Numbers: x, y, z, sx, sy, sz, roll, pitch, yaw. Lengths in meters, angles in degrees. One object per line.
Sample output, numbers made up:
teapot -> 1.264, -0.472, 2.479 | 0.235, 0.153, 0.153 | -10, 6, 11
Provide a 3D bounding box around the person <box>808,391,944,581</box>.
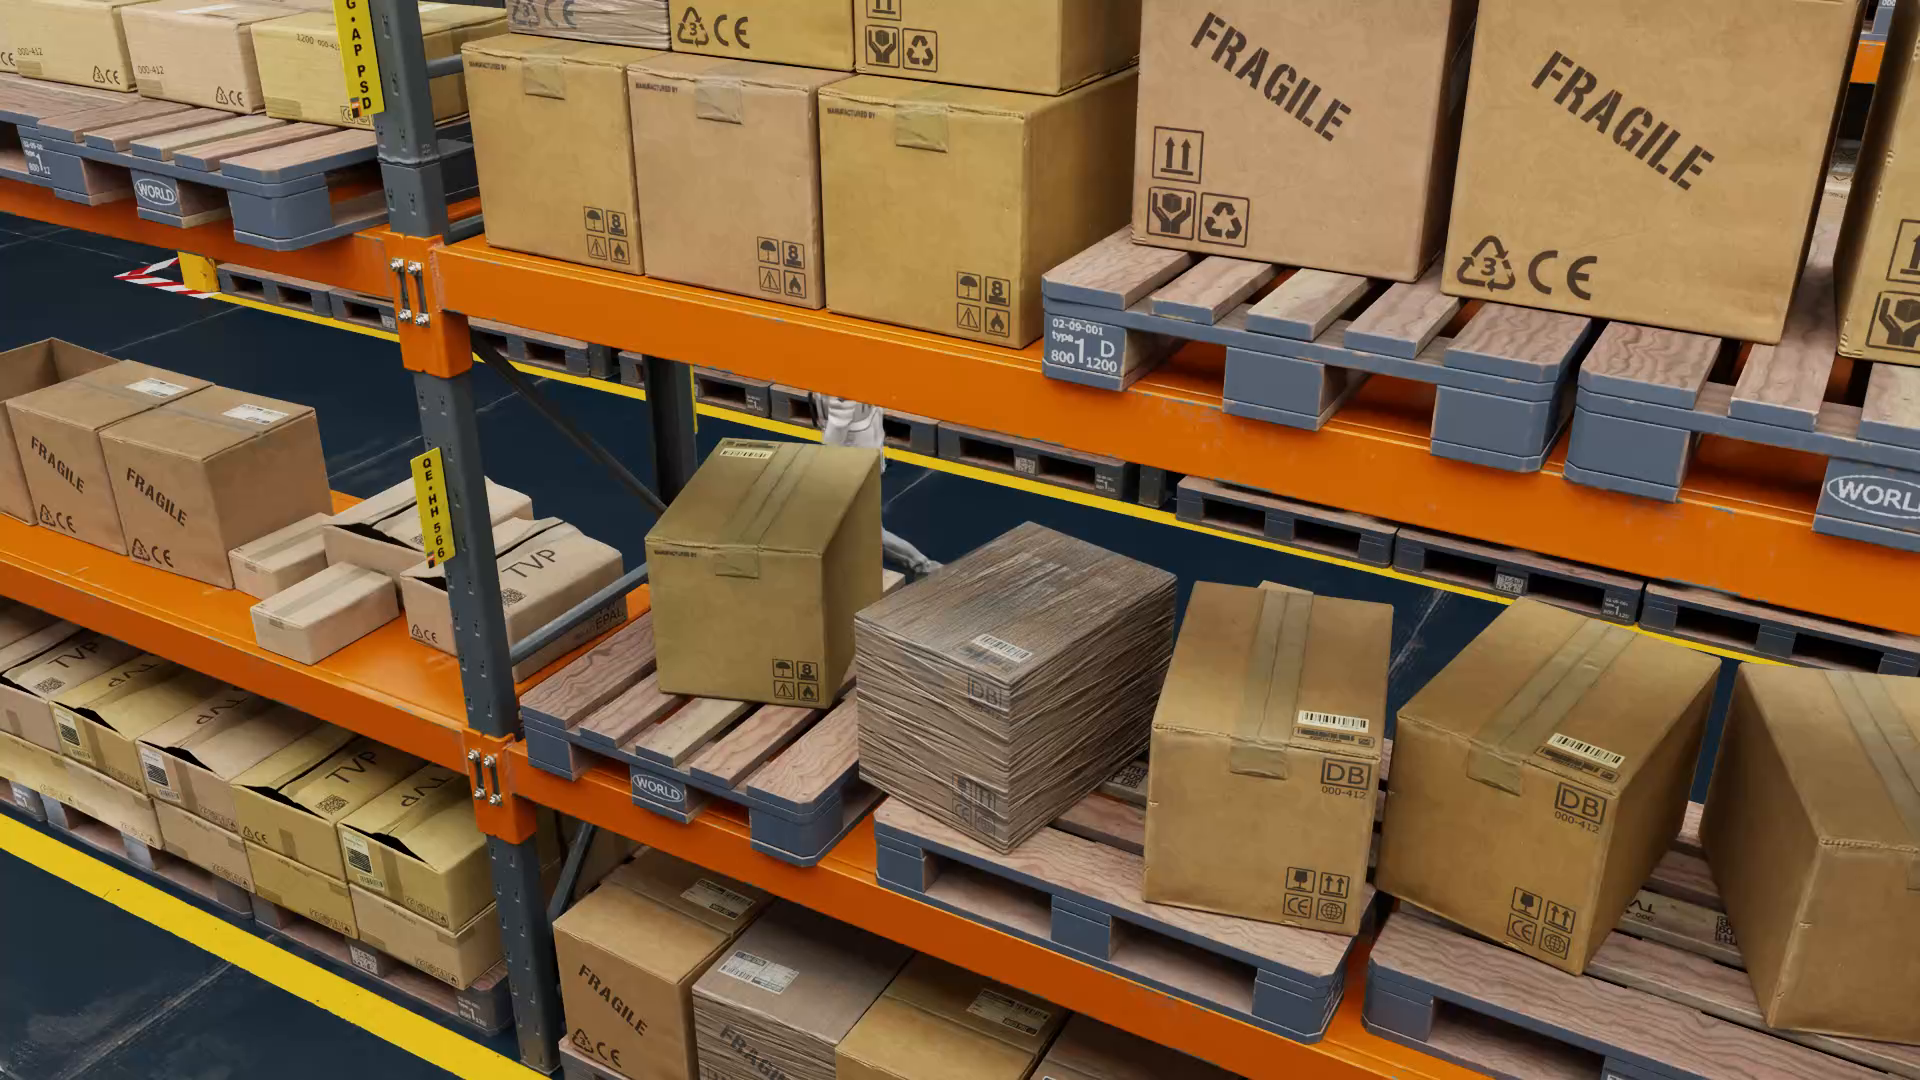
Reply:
person -> -0.488, -0.438, 7.922 | 0.836, 1.651, 0.476 | 3, 27, 6
